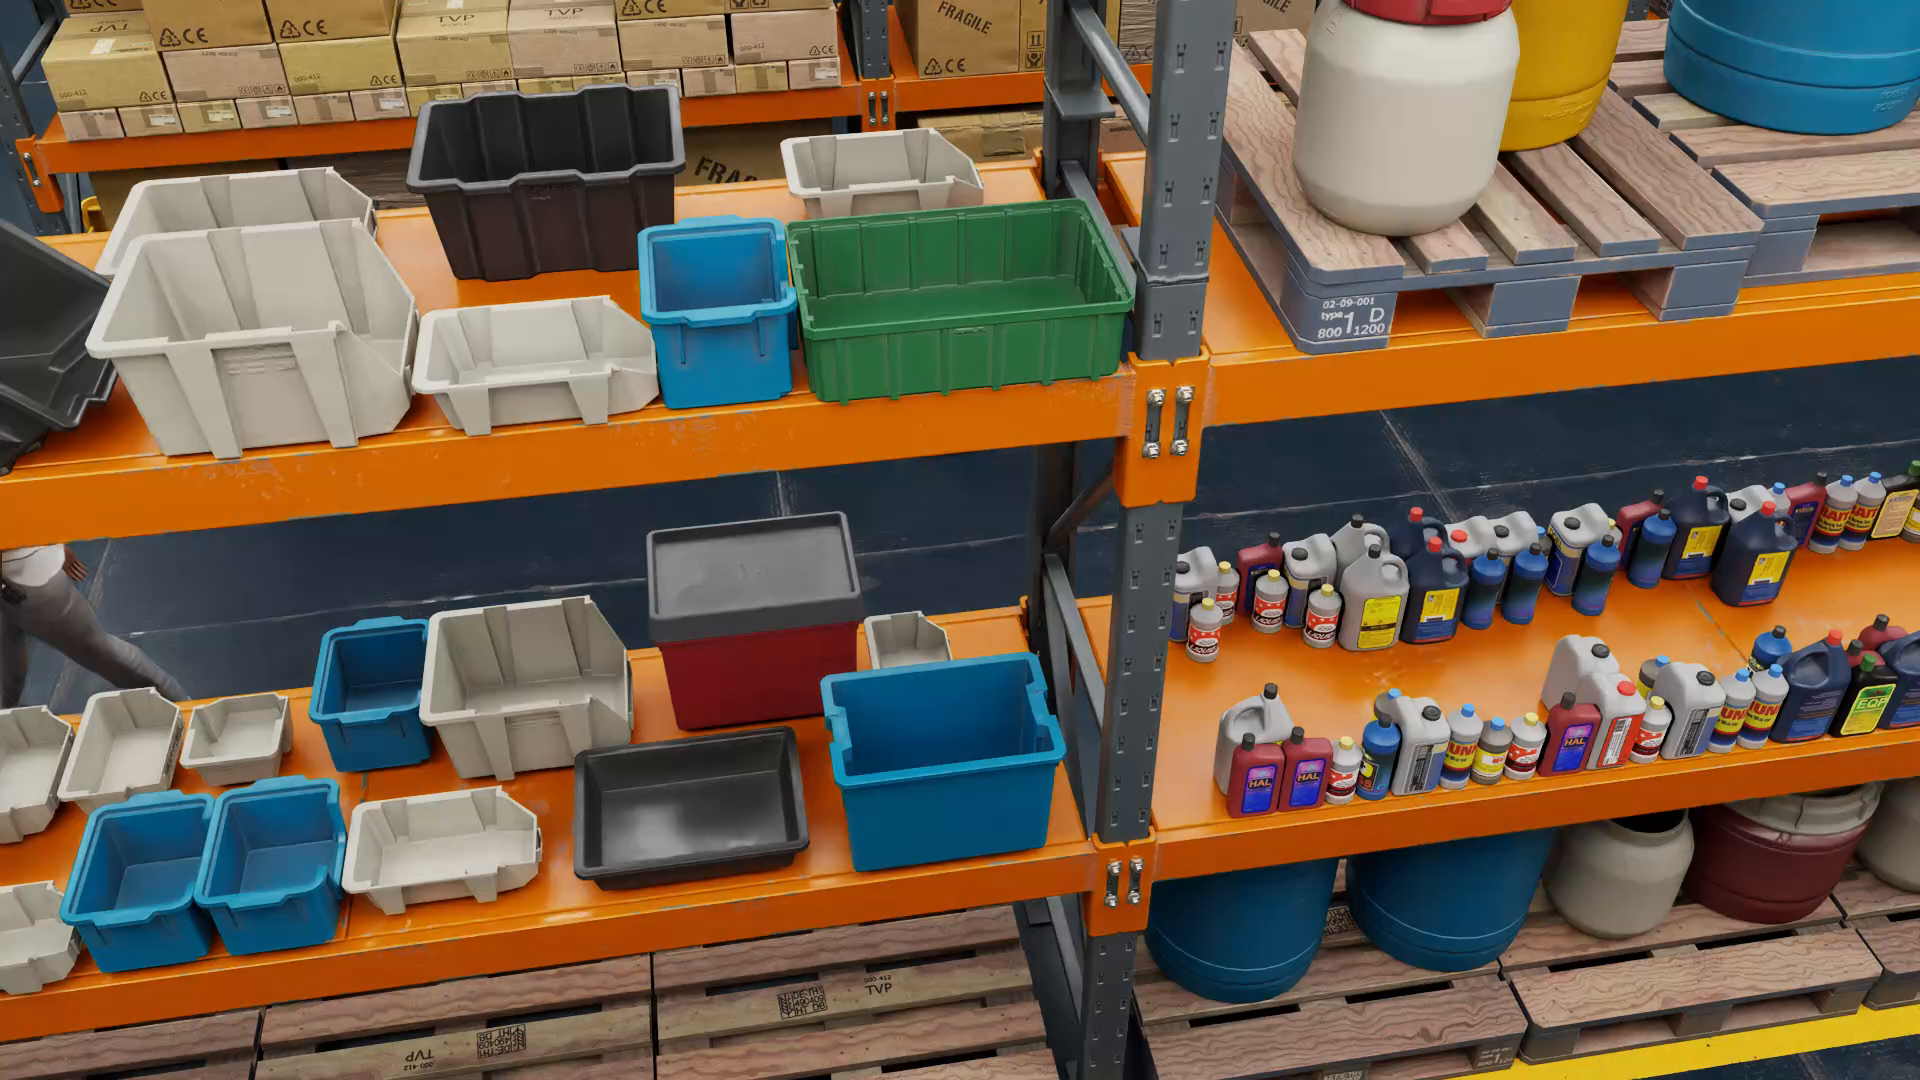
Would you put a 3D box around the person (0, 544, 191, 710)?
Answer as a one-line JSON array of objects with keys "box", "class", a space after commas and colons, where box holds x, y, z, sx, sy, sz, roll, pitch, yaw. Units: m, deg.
[{"box": [-3.459, 0.139, 5.935, 0.921, 1.653, 0.449, -16, 42, -19], "class": "person"}]
